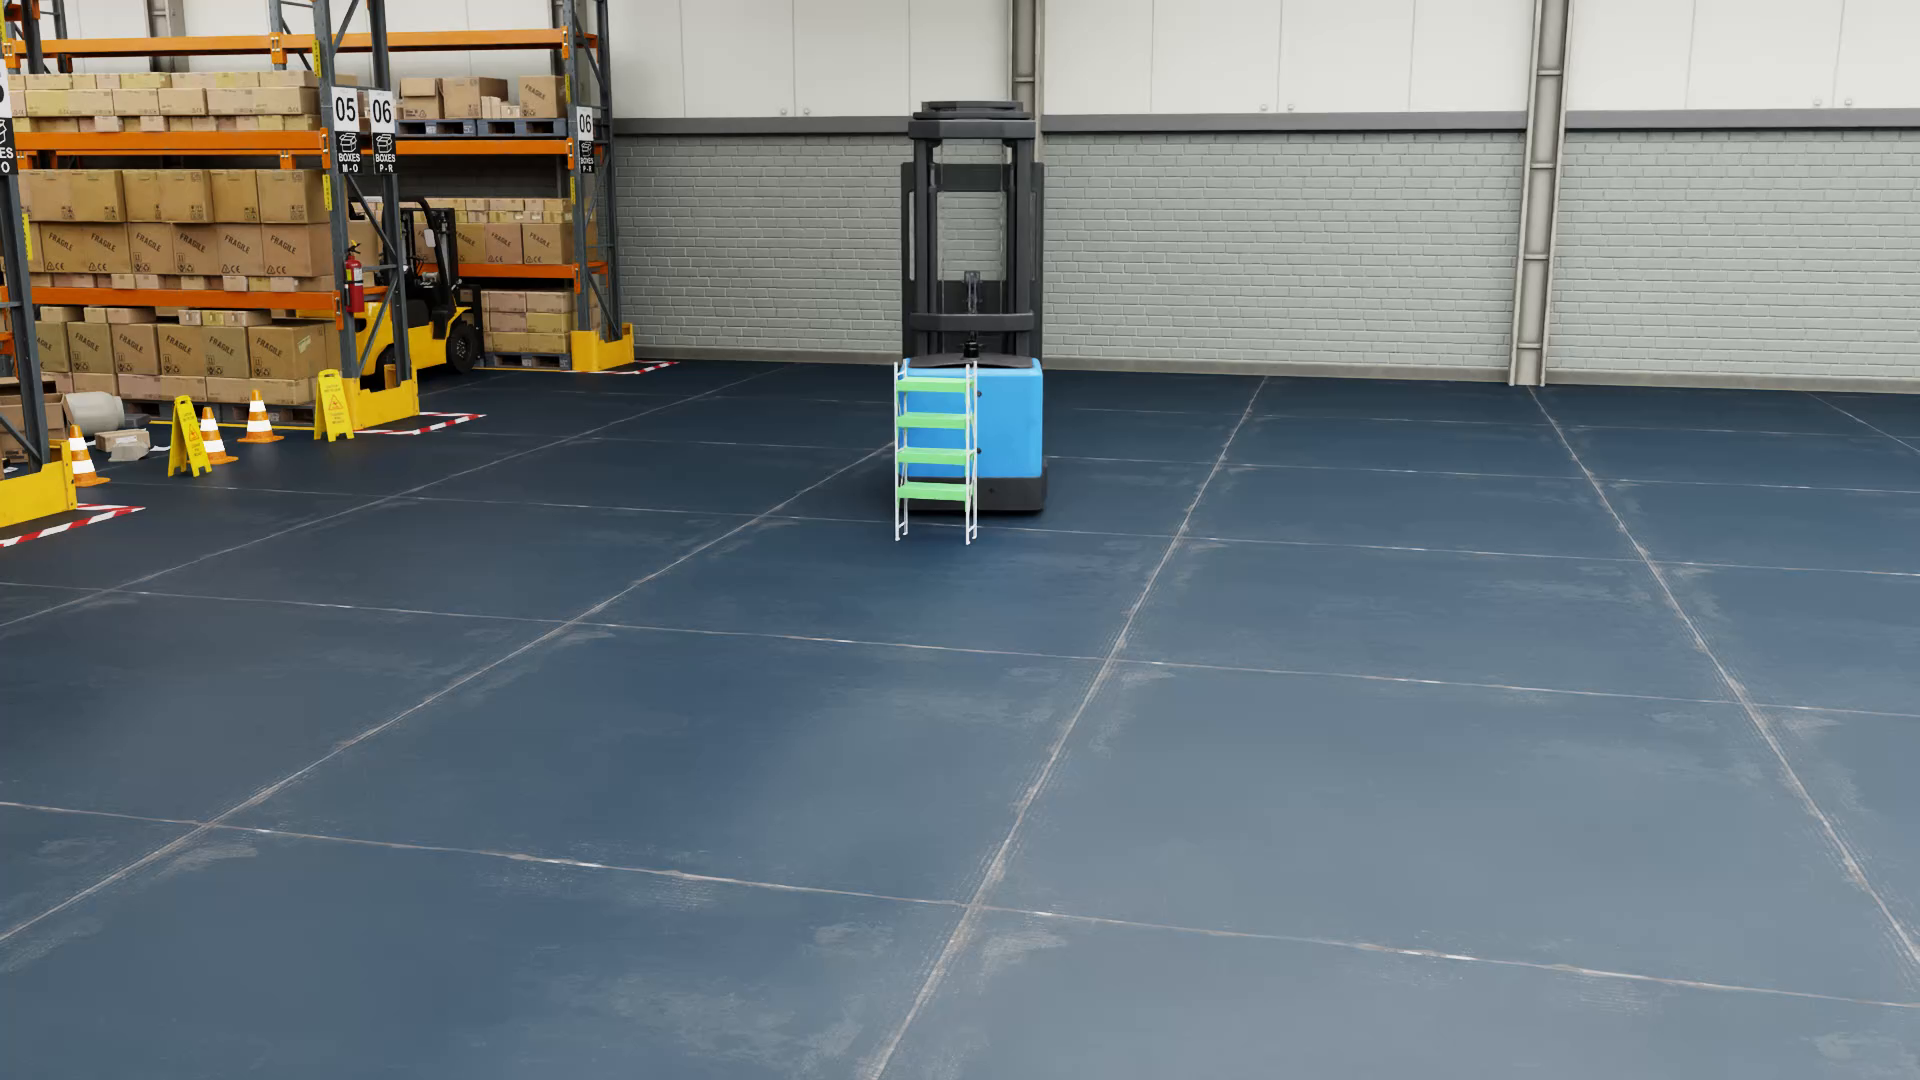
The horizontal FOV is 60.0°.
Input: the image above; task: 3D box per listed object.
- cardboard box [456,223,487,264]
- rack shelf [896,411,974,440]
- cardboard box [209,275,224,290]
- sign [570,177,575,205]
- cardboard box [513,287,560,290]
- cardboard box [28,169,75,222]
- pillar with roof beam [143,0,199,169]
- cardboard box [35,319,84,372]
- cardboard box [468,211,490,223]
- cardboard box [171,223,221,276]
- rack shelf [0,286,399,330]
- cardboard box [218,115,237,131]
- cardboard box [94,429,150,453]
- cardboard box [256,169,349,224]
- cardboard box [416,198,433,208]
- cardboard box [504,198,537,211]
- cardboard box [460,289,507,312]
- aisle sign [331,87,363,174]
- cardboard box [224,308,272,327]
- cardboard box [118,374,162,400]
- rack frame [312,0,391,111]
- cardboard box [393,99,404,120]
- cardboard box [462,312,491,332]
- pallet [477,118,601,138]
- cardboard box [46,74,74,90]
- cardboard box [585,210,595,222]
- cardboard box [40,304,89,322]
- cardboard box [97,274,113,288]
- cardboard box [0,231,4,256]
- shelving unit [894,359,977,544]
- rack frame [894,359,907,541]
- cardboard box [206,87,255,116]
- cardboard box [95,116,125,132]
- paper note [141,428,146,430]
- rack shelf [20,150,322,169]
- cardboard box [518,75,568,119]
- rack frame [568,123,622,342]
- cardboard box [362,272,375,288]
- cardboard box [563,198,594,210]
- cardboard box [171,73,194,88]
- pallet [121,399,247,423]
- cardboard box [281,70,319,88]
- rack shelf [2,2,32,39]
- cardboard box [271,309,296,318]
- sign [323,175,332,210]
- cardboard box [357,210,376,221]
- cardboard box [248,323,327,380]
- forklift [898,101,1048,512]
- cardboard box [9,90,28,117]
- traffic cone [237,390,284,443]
[{"bbox_3d":[-6.110,-3.760,21.024,0.500,0.500,0.500,3,13,12],"label":"cardboard box"},{"bbox_3d":[-0.161,-0.766,11.104,0.480,0.148,0.258,3,13,14],"label":"rack shelf"},{"bbox_3d":[-7.159,-2.551,16.384,0.250,0.149,0.380,3,13,14],"label":"cardboard box"},{"bbox_3d":[-4.714,-4.253,20.257,0.005,0.325,0.100,3,13,14],"label":"sign"},{"bbox_3d":[-5.477,-3.126,21.468,0.500,0.250,0.500,3,13,14],"label":"cardboard box"},{"bbox_3d":[-8.773,-3.431,16.549,0.500,0.500,0.700,3,13,14],"label":"cardboard box"},{"bbox_3d":[-11.887,-6.246,18.609,0.400,9.000,9.100,3,13,14],"label":"pillar with roof beam"},{"bbox_3d":[-9.131,-1.990,16.926,0.500,0.500,0.500,4,13,16],"label":"cardboard box"},{"bbox_3d":[-5.975,-4.062,20.890,0.250,0.149,0.380,3,13,12],"label":"cardboard box"},{"bbox_3d":[-7.319,-2.859,16.278,0.500,0.500,0.500,3,13,13],"label":"cardboard box"},{"bbox_3d":[-7.697,-2.394,16.759,4.000,0.370,1.077,3,13,14],"label":"rack shelf"},{"bbox_3d":[-6.898,-3.997,15.978,0.250,0.149,0.380,3,13,14],"label":"cardboard box"},{"bbox_3d":[-7.512,-0.893,14.914,0.250,0.149,0.380,12,17,43],"label":"cardboard box"},{"bbox_3d":[-6.304,-3.304,15.975,0.500,0.500,0.700,3,13,12],"label":"cardboard box"},{"bbox_3d":[-6.699,-4.265,21.118,0.250,0.149,0.380,3,13,14],"label":"cardboard box"},{"bbox_3d":[-5.476,-4.184,20.753,0.250,0.149,0.380,3,13,15],"label":"cardboard box"},{"bbox_3d":[-6.081,-3.044,21.097,0.500,0.250,0.500,3,13,14],"label":"cardboard box"},{"bbox_3d":[-5.765,-3.846,15.642,0.004,0.787,0.394,3,13,14],"label":"aisle sign"},{"bbox_3d":[-6.969,-2.178,16.277,0.250,0.149,0.380,3,13,15],"label":"cardboard box"},{"bbox_3d":[-8.094,-1.572,16.772,0.500,0.250,0.500,3,13,13],"label":"cardboard box"},{"bbox_3d":[-5.756,-5.570,15.564,0.127,3.000,1.000,3,13,14],"label":"rack frame"},{"bbox_3d":[-7.085,-5.405,20.853,0.258,0.266,0.396,3,13,12],"label":"cardboard box"},{"bbox_3d":[-6.108,-2.802,21.163,0.500,0.250,0.500,3,13,12],"label":"cardboard box"},{"bbox_3d":[-5.250,-5.149,20.794,1.213,0.211,1.003,3,13,14],"label":"pallet"},{"bbox_3d":[-8.649,-4.453,16.192,0.250,0.149,0.380,3,13,13],"label":"cardboard box"},{"bbox_3d":[-4.837,-4.123,21.163,0.250,0.149,0.380,3,13,12],"label":"cardboard box"},{"bbox_3d":[-9.024,-2.288,16.770,0.250,0.149,0.380,3,13,14],"label":"cardboard box"},{"bbox_3d":[-8.389,-2.605,16.632,0.250,0.149,0.380,3,13,13],"label":"cardboard box"},{"bbox_3d":[-7.195,-2.223,11.488,0.550,0.550,0.875,3,13,14],"label":"cardboard box"},{"bbox_3d":[-0.161,-0.594,11.143,0.503,1.200,0.258,3,13,14],"label":"shelving unit"},{"bbox_3d":[-0.398,-0.607,11.200,0.015,1.200,0.240,3,13,14],"label":"rack frame"},{"bbox_3d":[-6.802,-4.177,15.868,0.500,0.250,0.500,3,13,13],"label":"cardboard box"},{"bbox_3d":[-8.165,-4.037,16.161,0.250,0.149,0.380,3,13,12],"label":"cardboard box"},{"bbox_3d":[-7.883,-1.052,15.906,0.148,0.019,0.142,-1,13,-6],"label":"paper note"},{"bbox_3d":[-10.395,-5.110,22.075,4.000,0.370,1.077,3,13,14],"label":"rack shelf"},{"bbox_3d":[-5.058,-5.424,20.399,0.500,0.500,0.500,3,13,15],"label":"cardboard box"},{"bbox_3d":[-4.570,-3.685,20.919,0.127,3.000,1.000,3,13,14],"label":"rack frame"},{"bbox_3d":[-6.036,-2.580,16.516,0.250,0.149,0.380,3,13,14],"label":"cardboard box"},{"bbox_3d":[-4.845,-4.258,21.087,0.250,0.149,0.380,3,13,12],"label":"cardboard box"},{"bbox_3d":[-7.366,-4.416,16.026,0.250,0.149,0.380,3,13,12],"label":"cardboard box"},{"bbox_3d":[-7.791,-1.397,17.044,1.213,0.211,1.003,3,13,14],"label":"pallet"},{"bbox_3d":[-6.155,-4.328,15.629,0.250,0.149,0.380,3,13,14],"label":"cardboard box"},{"bbox_3d":[-11.581,-5.335,17.088,4.000,0.370,1.077,3,13,14],"label":"rack shelf"},{"bbox_3d":[-8.963,-2.963,22.178,0.625,0.625,0.875,4,13,16],"label":"cardboard box"},{"bbox_3d":[-5.908,-3.245,15.532,0.005,0.325,0.100,3,13,14],"label":"sign"},{"bbox_3d":[-7.474,-4.137,21.228,0.250,0.149,0.380,3,13,15],"label":"cardboard box"},{"bbox_3d":[-6.596,-1.857,16.325,0.500,0.500,0.500,3,13,14],"label":"cardboard box"},{"bbox_3d":[0.100,-1.899,13.027,1.130,2.935,3.031,0,13,1],"label":"forklift"},{"bbox_3d":[-9.278,-4.305,16.446,0.500,0.250,0.500,3,13,12],"label":"cardboard box"},{"bbox_3d":[-6.482,-1.154,15.366,0.334,0.463,0.336,3,13,14],"label":"traffic cone"}]
